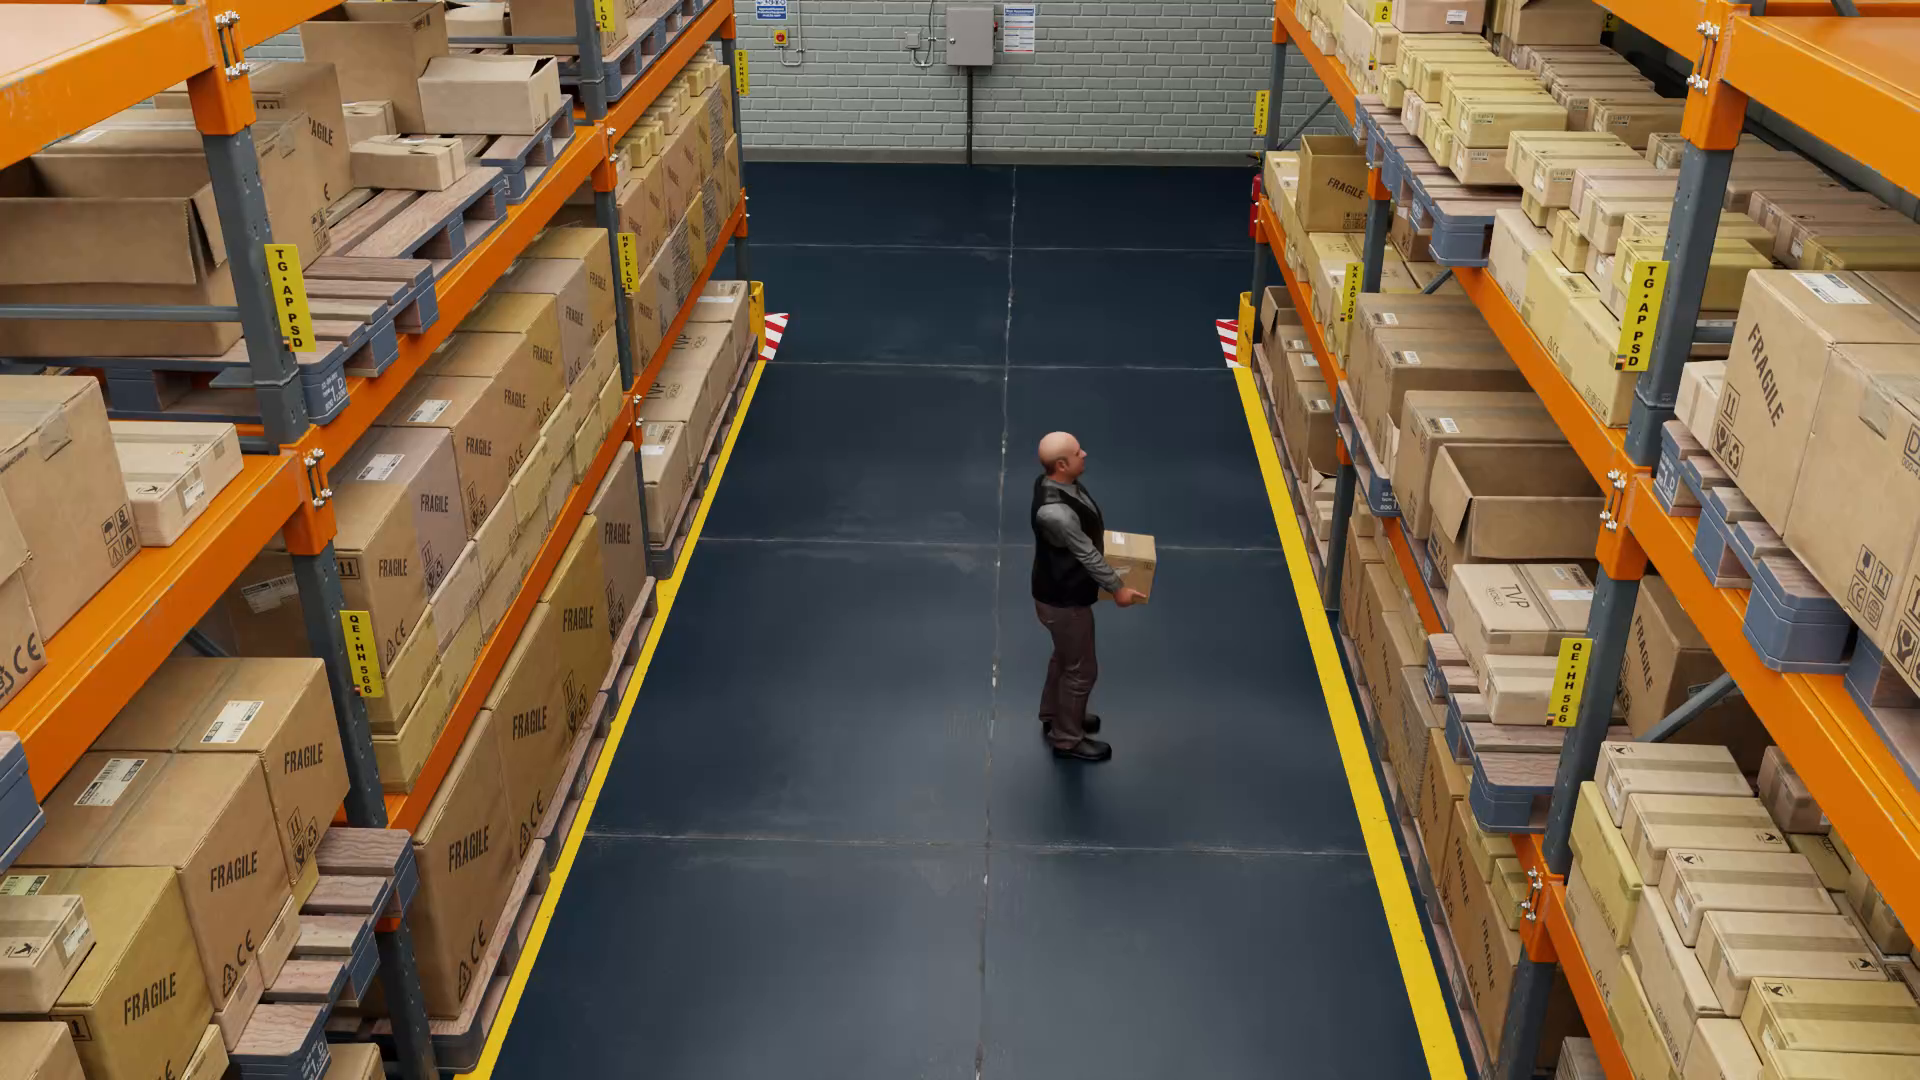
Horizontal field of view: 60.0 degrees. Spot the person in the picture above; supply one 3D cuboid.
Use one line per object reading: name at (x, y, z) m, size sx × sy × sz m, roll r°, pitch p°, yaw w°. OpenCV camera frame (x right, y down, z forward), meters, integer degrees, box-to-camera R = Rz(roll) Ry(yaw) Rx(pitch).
person at (0.619, 0.265, 8.155) m, size 0.560 × 1.711 × 0.494 m, roll 1°, pitch 28°, yaw 3°
